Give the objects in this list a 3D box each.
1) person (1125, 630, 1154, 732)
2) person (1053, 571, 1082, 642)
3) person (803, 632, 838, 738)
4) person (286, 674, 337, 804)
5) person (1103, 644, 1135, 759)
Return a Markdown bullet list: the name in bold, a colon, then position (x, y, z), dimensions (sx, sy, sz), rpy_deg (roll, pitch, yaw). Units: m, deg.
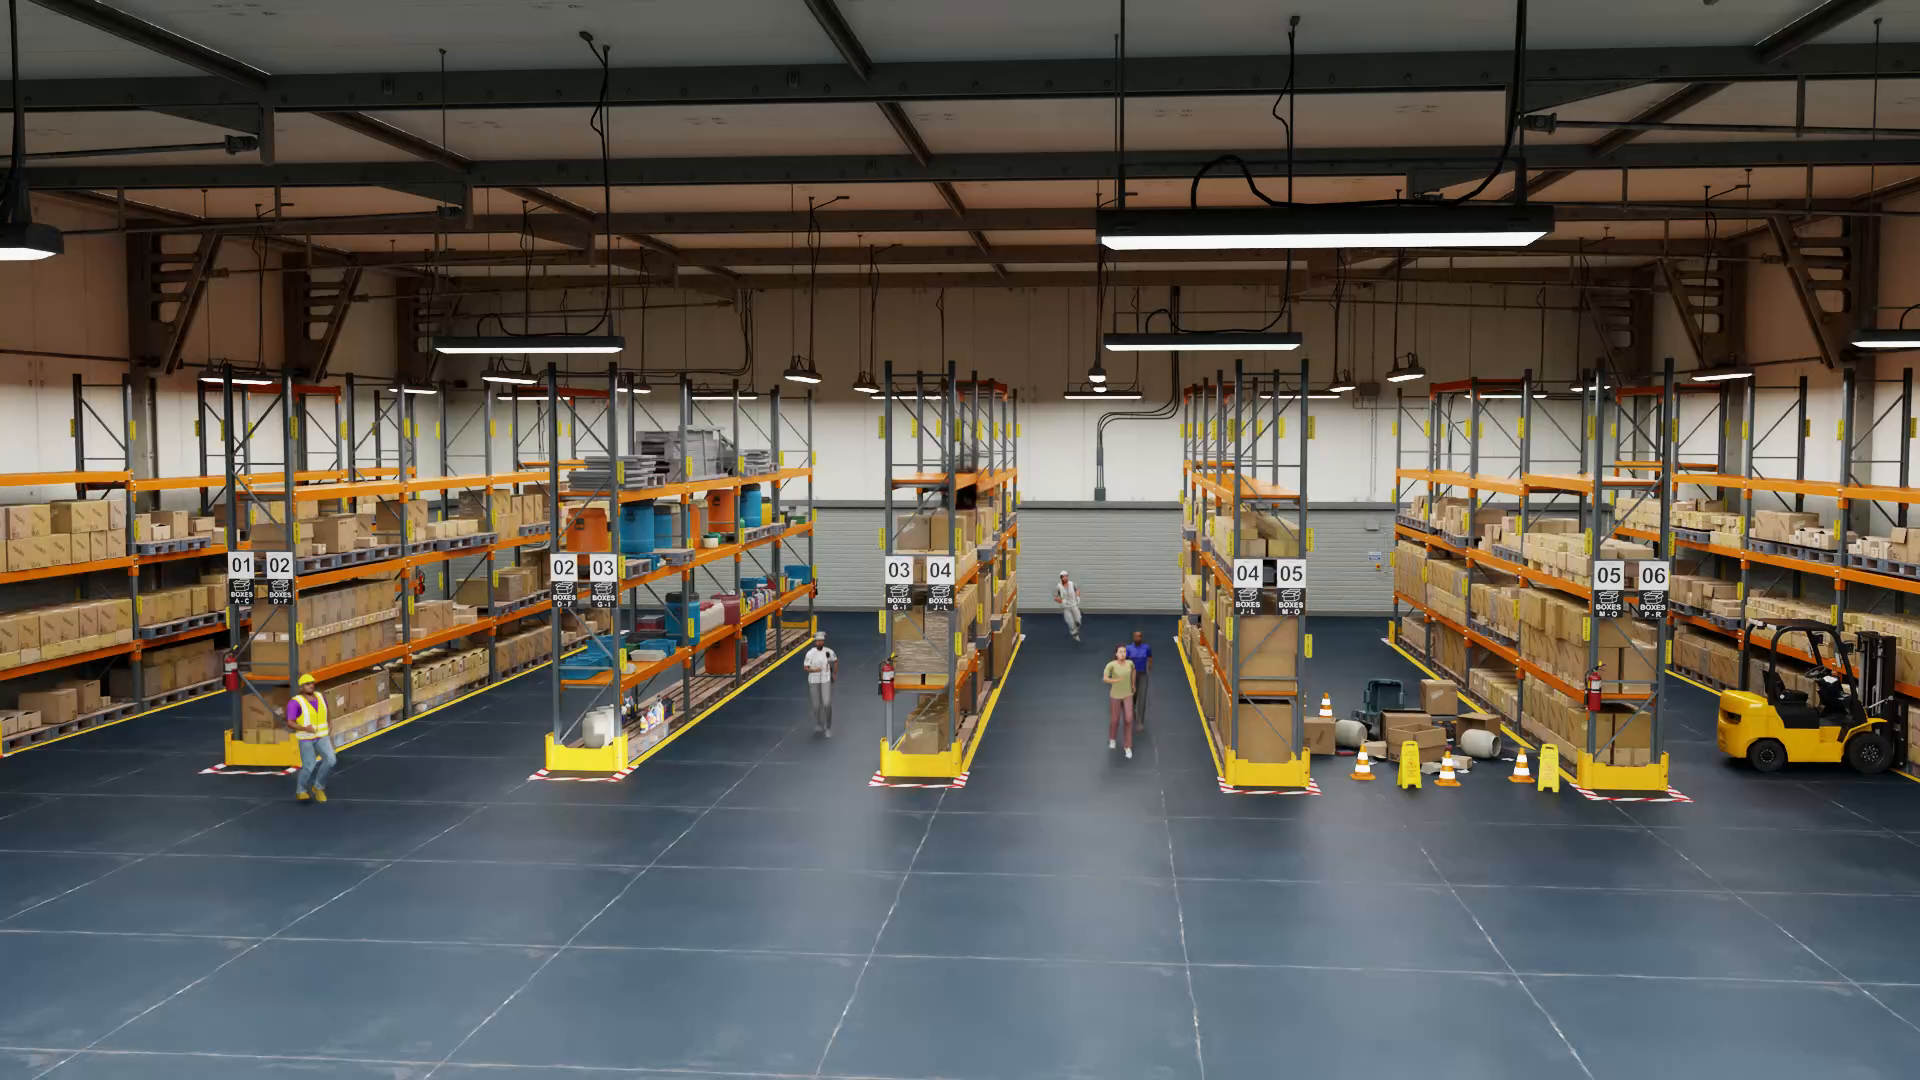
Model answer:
- **person**: position (2.983, 2.335, 28.008), dimensions (0.587, 1.655, 0.902), rpy_deg (0, 4, 0)
- **person**: position (2.523, 1.547, 39.054), dimensions (0.661, 1.644, 0.542), rpy_deg (0, 4, -7)
- **person**: position (-2.279, 2.368, 27.238), dimensions (0.564, 1.745, 0.720), rpy_deg (0, 4, -3)
- **person**: position (-8.690, 2.671, 22.349), dimensions (0.688, 1.758, 0.710), rpy_deg (3, 5, 40)
- **person**: position (2.468, 2.459, 25.729), dimensions (0.576, 1.721, 0.831), rpy_deg (0, 4, -7)
